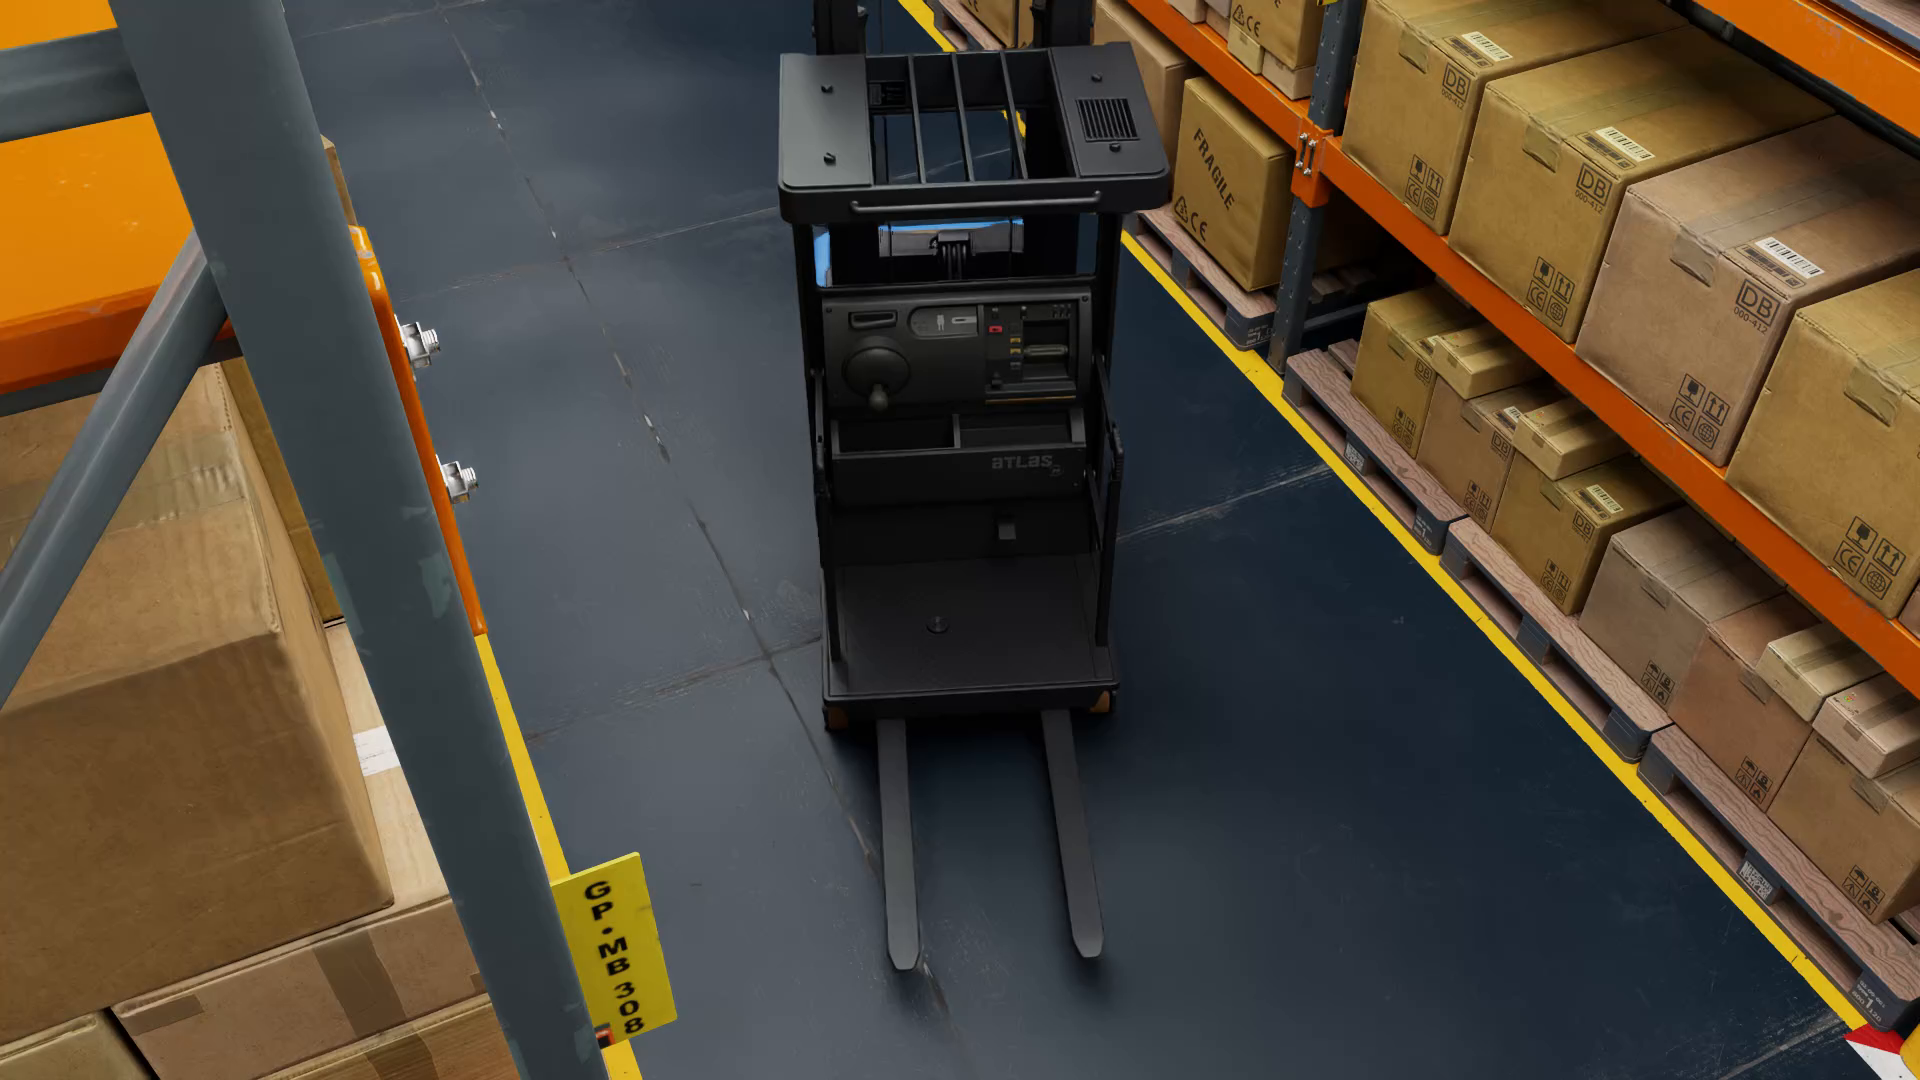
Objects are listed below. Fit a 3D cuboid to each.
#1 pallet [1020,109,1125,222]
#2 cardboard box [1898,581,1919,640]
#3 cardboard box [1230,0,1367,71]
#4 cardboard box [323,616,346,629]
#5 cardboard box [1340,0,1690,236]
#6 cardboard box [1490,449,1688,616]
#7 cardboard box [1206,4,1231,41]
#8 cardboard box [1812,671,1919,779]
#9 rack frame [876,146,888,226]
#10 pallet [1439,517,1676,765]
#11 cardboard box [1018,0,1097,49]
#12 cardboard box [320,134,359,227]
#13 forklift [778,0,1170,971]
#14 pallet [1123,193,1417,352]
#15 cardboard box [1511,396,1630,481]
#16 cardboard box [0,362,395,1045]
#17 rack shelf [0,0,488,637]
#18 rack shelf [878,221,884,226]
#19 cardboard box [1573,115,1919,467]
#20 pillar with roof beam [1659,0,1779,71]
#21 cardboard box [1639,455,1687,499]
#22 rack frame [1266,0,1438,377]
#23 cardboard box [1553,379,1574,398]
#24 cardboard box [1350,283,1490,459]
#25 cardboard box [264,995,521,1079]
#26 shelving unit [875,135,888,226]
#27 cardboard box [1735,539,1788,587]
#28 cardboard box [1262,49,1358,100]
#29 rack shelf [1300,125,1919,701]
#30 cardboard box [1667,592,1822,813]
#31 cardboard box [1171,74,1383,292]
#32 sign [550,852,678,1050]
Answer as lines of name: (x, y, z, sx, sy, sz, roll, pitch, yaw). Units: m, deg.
pallet: (1.040, -2.285, 9.285, 1.003, 0.211, 1.213, -18, 47, -17)
cardboard box: (3.408, 0.090, 4.678, 0.980, 0.700, 0.700, -16, 47, -16)
cardboard box: (1.527, -2.398, 7.116, 0.500, 0.500, 0.500, -19, 48, -18)
cardboard box: (-1.045, 0.067, 2.530, 0.500, 0.250, 0.500, -18, 47, -17)
cardboard box: (2.163, -1.786, 6.580, 0.980, 0.700, 0.700, -17, 47, -17)
cardboard box: (2.594, -0.134, 6.600, 0.700, 0.500, 0.500, -17, 47, -16)
cardboard box: (1.356, -2.412, 7.592, 0.380, 0.149, 0.250, -17, 47, -16)
cardboard box: (3.028, 0.584, 5.410, 0.380, 0.149, 0.250, -19, 48, -18)
rack frame: (-0.420, -1.146, 7.384, 0.240, 1.200, 0.006, -6, 28, -6)
pallet: (2.716, 0.249, 6.716, 1.003, 0.211, 1.213, -18, 47, -17)
cardboard box: (0.821, -2.896, 9.149, 0.750, 0.750, 0.750, -18, 47, -18)
cardboard box: (-2.539, -1.118, 5.746, 0.700, 0.500, 0.500, -34, 54, -30)
forklift: (0.012, -0.568, 5.607, 1.130, 2.935, 3.031, -3, 45, -3)
pallet: (1.557, -1.507, 8.496, 1.003, 0.211, 1.213, -18, 47, -17)
cardboard box: (2.370, -0.409, 6.416, 0.380, 0.149, 0.250, -19, 48, -19)
cardboard box: (-1.092, 0.203, 1.859, 0.700, 0.500, 0.500, -18, 47, -17)
rack shelf: (-1.702, -1.168, 2.410, 1.077, 0.370, 4.000, -18, 47, -17)
rack shelf: (-0.442, -1.360, 7.372, 0.258, 0.103, 0.180, -6, 28, -6)
cardboard box: (2.780, -0.859, 5.640, 0.980, 0.700, 0.700, -20, 48, -19)
pillar with roof beam: (-0.877, -2.703, 3.452, 9.100, 9.000, 0.400, -18, 47, -17)
cardboard box: (2.840, -0.336, 6.343, 0.380, 0.149, 0.250, -19, 48, -18)
rack frame: (1.950, -2.030, 7.040, 1.000, 3.000, 0.127, -18, 47, -17)
cardboard box: (2.625, -0.662, 6.673, 0.380, 0.149, 0.250, -19, 48, -19)
cardboard box: (2.171, -0.783, 7.257, 0.700, 0.500, 0.500, -17, 47, -17)
cardboard box: (-0.846, 0.568, 2.379, 0.500, 0.250, 0.500, -18, 47, -17)
shelving unit: (-0.434, -1.188, 7.464, 0.258, 1.200, 0.189, -6, 28, -6)
cardboard box: (3.055, -0.011, 6.014, 0.380, 0.149, 0.250, -17, 47, -17)
cardboard box: (1.551, -2.079, 7.255, 0.380, 0.149, 0.250, -18, 47, -17)
rack shelf: (2.791, -0.499, 6.001, 1.077, 0.370, 4.000, -18, 47, -17)
cardboard box: (3.036, 0.524, 5.933, 0.700, 0.500, 0.500, -18, 47, -18)
cardboard box: (1.559, -1.790, 8.029, 0.750, 0.750, 0.750, -18, 47, -17)
sign: (-0.369, 0.445, 1.774, 0.100, 0.325, 0.005, -18, 47, -17)
